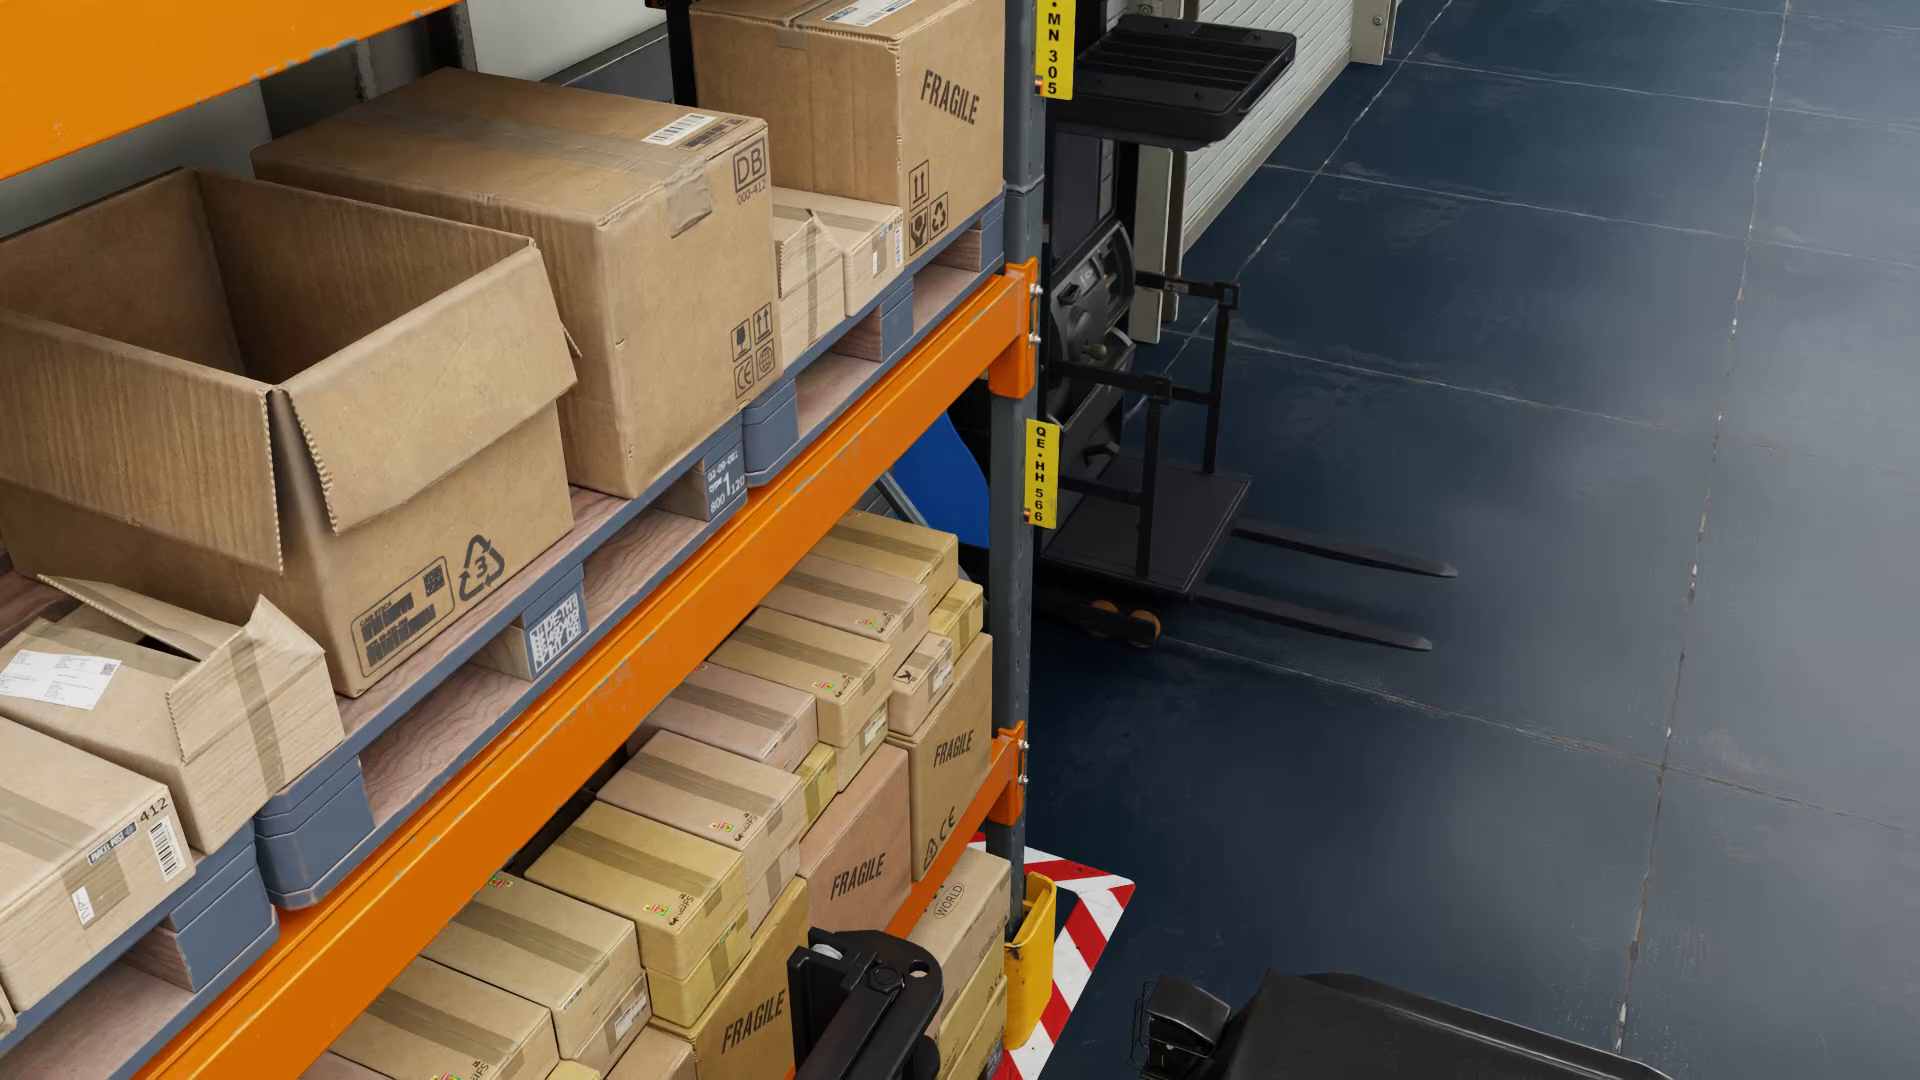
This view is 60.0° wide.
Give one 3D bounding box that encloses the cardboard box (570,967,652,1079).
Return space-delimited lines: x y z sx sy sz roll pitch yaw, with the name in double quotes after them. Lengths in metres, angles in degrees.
-0.861 0.947 3.388 0.380 0.149 0.250 14 36 20 "cardboard box"

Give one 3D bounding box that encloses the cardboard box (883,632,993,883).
-0.237 0.538 4.602 0.500 0.500 0.500 13 36 19 "cardboard box"

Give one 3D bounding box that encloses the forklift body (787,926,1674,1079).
0.594 1.993 3.249 2.313 2.155 1.214 14 36 20 "forklift body"

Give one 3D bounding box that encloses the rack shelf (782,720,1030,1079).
-1.106 1.572 3.773 1.077 0.370 4.000 14 36 20 "rack shelf"

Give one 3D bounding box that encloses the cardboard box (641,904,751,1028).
-0.674 0.843 3.546 0.380 0.149 0.250 14 36 21 "cardboard box"

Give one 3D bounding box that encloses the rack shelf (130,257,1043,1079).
-1.106 0.317 2.951 1.077 0.370 4.000 14 36 20 "rack shelf"

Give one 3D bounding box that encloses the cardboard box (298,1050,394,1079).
-1.073 1.079 2.915 0.380 0.149 0.250 14 36 20 "cardboard box"

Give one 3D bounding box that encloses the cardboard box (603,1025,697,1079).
-0.877 1.303 3.436 0.500 0.500 0.500 14 36 21 "cardboard box"

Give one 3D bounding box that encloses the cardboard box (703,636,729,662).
-0.804 0.334 4.323 0.380 0.149 0.250 14 36 20 "cardboard box"

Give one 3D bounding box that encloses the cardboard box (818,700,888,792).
-0.404 0.448 4.148 0.380 0.149 0.250 15 36 21 "cardboard box"

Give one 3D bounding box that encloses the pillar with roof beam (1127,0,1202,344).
5.041 -4.095 6.288 9.100 9.000 0.400 14 36 20 "pillar with roof beam"

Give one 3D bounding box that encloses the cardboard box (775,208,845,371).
-0.446 -0.532 3.239 0.396 0.266 0.258 14 36 21 "cardboard box"

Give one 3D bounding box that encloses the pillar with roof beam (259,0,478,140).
2.531 -1.106 1.731 9.100 9.000 0.400 14 36 20 "pillar with roof beam"

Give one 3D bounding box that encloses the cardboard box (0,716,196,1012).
-1.158 0.364 1.979 0.380 0.149 0.250 15 36 22 "cardboard box"

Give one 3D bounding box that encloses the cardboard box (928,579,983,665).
-0.160 0.199 4.529 0.380 0.149 0.250 15 36 21 "cardboard box"

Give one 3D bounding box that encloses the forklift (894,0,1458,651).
0.769 -1.073 7.214 3.031 2.935 1.130 14 36 20 "forklift"

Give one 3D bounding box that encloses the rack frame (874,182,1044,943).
-0.269 0.275 5.095 1.000 3.000 0.127 14 36 20 "rack frame"

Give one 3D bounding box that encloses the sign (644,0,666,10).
-0.771 -1.508 4.210 0.100 0.325 0.005 14 36 20 "sign"

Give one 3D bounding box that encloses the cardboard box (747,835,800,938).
-0.587 0.713 3.745 0.380 0.149 0.250 13 35 19 "cardboard box"

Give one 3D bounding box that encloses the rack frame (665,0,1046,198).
-0.269 -2.234 3.450 1.000 3.000 0.127 14 36 20 "rack frame"

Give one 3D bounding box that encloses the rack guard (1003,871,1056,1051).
-0.259 1.308 5.799 1.175 0.500 0.348 14 36 20 "rack guard"

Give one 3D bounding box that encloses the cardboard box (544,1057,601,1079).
-0.905 1.090 3.169 0.380 0.149 0.250 13 36 20 "cardboard box"

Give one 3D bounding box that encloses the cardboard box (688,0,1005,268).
-0.233 -0.962 3.681 0.500 0.500 0.500 15 36 22 "cardboard box"

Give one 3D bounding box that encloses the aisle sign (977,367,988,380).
0.025 -0.778 4.330 0.394 0.787 0.004 14 36 20 "aisle sign"

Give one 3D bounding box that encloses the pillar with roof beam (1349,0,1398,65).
7.552 -7.083 10.845 9.100 9.000 0.400 14 36 20 "pillar with roof beam"

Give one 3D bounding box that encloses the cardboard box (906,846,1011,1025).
-0.179 1.132 5.001 0.500 0.250 0.500 15 36 22 "cardboard box"

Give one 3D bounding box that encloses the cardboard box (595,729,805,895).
-0.567 0.593 3.656 0.380 0.149 0.250 15 36 22 "cardboard box"

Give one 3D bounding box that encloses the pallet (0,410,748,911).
-1.098 0.014 2.839 1.003 0.211 1.213 14 36 20 "pallet"

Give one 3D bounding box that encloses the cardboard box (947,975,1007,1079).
-0.179 1.556 5.267 0.500 0.250 0.500 14 36 21 "cardboard box"

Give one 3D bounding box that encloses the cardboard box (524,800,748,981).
-0.671 0.723 3.458 0.380 0.149 0.250 15 36 21 "cardboard box"

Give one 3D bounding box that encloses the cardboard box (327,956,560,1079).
-0.985 0.951 3.110 0.380 0.149 0.250 14 36 21 "cardboard box"

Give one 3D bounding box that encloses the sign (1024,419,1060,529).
0.218 -0.177 4.512 0.100 0.325 0.005 14 36 20 "sign"

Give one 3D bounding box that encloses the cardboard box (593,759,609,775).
-1.046 0.470 3.844 0.380 0.149 0.250 15 36 22 "cardboard box"

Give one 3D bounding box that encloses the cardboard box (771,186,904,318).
-0.340 -0.610 3.463 0.380 0.149 0.250 13 35 19 "cardboard box"

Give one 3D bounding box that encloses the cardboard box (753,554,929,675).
-0.303 0.194 4.264 0.380 0.149 0.250 14 36 21 "cardboard box"

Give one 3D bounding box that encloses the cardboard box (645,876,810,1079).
-0.676 1.050 3.822 0.500 0.500 0.500 13 36 20 "cardboard box"

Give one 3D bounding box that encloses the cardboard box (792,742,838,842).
-0.518 0.569 3.964 0.380 0.149 0.250 14 36 20 "cardboard box"

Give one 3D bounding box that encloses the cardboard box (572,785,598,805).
-0.926 0.681 4.385 0.500 0.500 0.500 15 36 22 "cardboard box"

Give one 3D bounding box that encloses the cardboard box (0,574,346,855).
-1.046 0.182 2.150 0.396 0.266 0.258 13 36 19 "cardboard box"

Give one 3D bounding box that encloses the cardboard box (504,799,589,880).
-1.133 0.932 4.002 0.500 0.500 0.500 14 36 20 "cardboard box"

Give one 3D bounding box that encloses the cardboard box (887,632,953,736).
-0.240 0.333 4.324 0.380 0.149 0.250 15 36 21 "cardboard box"

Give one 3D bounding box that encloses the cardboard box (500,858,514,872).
-1.249 0.695 3.771 0.380 0.149 0.250 15 36 22 "cardboard box"

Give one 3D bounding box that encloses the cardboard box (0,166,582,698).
-1.032 -0.194 2.506 0.797 0.503 0.637 15 36 22 "cardboard box"

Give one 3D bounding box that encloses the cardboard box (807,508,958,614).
-0.228 0.064 4.463 0.380 0.149 0.250 14 36 21 "cardboard box"

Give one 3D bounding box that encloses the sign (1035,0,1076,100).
0.218 -1.185 3.851 0.100 0.325 0.005 14 36 20 "sign"

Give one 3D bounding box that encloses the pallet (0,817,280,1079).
-1.609 0.619 1.916 1.003 0.211 1.213 14 36 20 "pallet"

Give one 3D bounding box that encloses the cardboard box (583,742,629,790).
-0.971 0.453 4.141 0.380 0.149 0.250 13 35 19 "cardboard box"

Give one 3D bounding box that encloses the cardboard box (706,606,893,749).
-0.387 0.331 4.056 0.380 0.149 0.250 15 36 22 "cardboard box"

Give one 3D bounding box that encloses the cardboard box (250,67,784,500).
-0.752 -0.475 2.938 0.700 0.500 0.500 14 36 21 "cardboard box"

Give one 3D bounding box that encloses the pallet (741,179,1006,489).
-0.589 -0.596 3.769 1.003 0.211 1.213 14 36 20 "pallet"

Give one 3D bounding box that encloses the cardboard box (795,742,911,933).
-0.462 0.795 4.211 0.500 0.500 0.500 15 36 22 "cardboard box"

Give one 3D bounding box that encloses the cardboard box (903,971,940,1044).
-0.387 1.388 4.611 0.500 0.250 0.500 15 36 21 "cardboard box"

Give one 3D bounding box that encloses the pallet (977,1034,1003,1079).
-0.551 1.831 5.264 1.003 0.211 1.213 14 36 20 "pallet"

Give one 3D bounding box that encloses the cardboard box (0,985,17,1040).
-1.373 0.474 1.663 0.500 0.311 0.500 15 36 21 "cardboard box"

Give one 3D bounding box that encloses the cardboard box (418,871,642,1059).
-0.864 0.829 3.295 0.380 0.149 0.250 15 36 21 "cardboard box"

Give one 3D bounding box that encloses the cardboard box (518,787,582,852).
-1.140 0.561 3.977 0.380 0.149 0.250 15 36 21 "cardboard box"

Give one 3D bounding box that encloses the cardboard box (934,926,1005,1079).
-0.189 1.354 5.118 0.500 0.250 0.500 14 36 20 "cardboard box"

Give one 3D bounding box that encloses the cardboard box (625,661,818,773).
-0.559 0.438 3.893 0.380 0.149 0.250 14 36 21 "cardboard box"

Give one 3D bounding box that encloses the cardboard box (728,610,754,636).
-0.692 0.209 4.513 0.380 0.149 0.250 14 36 20 "cardboard box"
